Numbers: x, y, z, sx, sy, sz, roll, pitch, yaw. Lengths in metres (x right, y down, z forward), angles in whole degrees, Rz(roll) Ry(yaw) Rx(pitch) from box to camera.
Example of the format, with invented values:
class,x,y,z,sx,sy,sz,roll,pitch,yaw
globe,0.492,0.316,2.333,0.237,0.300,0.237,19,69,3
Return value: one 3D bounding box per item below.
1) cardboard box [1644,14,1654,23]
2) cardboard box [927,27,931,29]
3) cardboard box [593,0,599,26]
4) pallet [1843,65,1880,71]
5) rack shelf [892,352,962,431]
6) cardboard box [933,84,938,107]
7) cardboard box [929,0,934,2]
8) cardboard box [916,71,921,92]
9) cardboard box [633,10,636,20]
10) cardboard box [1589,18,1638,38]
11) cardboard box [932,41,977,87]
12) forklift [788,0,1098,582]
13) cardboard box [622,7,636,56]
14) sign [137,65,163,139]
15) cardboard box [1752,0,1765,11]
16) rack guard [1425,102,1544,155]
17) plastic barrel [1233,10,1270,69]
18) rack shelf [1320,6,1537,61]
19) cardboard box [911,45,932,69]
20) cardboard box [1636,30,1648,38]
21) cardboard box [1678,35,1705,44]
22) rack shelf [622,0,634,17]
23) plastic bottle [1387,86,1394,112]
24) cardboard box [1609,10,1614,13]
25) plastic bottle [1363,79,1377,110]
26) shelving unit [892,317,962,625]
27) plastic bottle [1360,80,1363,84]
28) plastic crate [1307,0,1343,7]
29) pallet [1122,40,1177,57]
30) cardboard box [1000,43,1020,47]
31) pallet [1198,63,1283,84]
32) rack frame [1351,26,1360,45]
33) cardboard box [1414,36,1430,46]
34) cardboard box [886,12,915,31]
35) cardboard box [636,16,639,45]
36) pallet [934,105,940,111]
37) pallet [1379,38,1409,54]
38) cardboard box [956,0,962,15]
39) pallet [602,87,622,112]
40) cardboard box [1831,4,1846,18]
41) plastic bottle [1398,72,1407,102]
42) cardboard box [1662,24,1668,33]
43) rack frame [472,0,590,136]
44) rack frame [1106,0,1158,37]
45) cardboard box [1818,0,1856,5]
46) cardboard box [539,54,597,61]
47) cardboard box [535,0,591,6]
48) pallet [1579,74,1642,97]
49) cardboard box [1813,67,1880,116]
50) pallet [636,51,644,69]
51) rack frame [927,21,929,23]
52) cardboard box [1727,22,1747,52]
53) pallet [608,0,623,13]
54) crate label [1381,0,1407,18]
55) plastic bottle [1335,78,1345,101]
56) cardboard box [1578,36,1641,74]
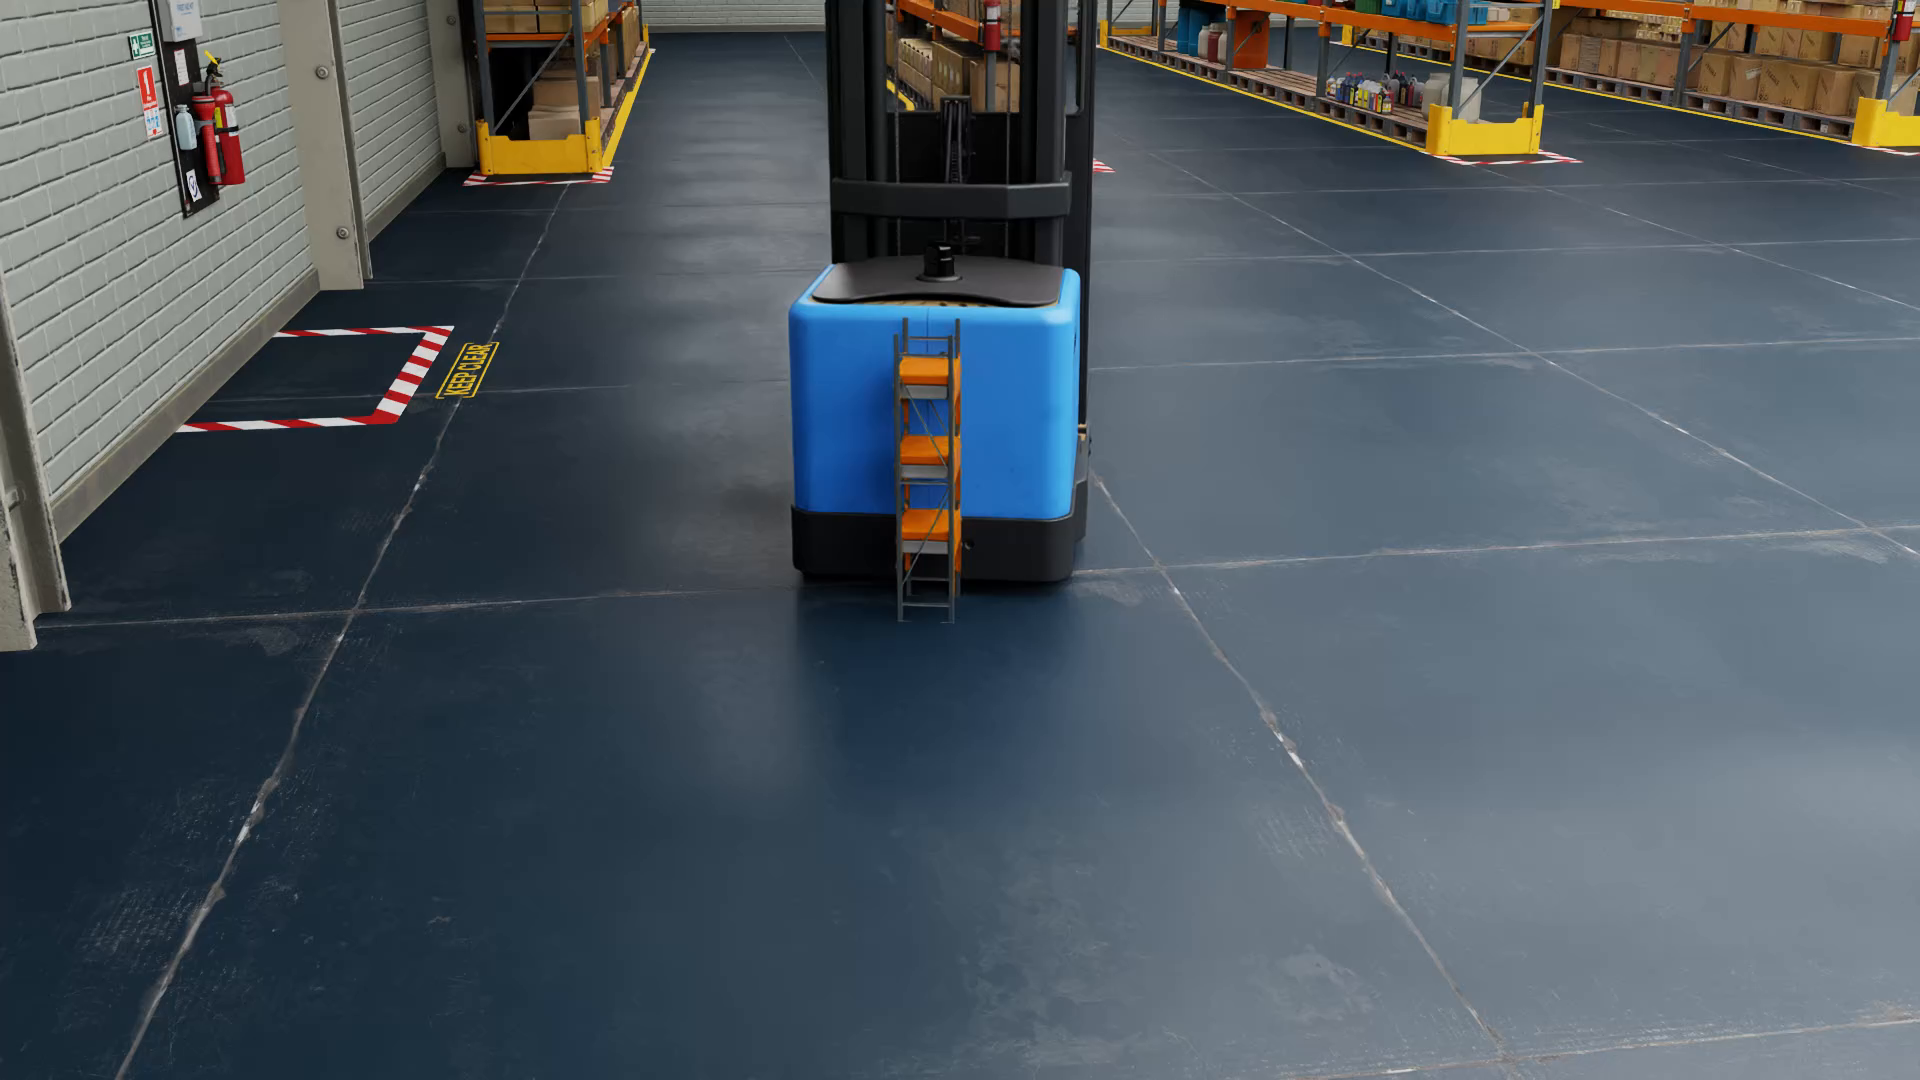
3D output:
class,x,y,z,sx,sy,sz,roll,pitch,yaw
cardboard box,13.186,-9.863,31.461,0.380,0.149,0.250,-4,21,-10
cardboard box,-0.481,-7.985,26.753,0.500,0.500,0.500,-3,21,-7
cardboard box,-4.054,-5.526,17.410,0.500,0.250,0.500,-3,21,-9
pallet,14.372,-7.198,25.685,1.003,0.211,1.213,-3,21,-8
rack shelf,-0.110,-0.493,5.756,0.215,0.259,0.240,2,21,5
cardboard box,-0.050,-5.415,20.257,0.500,0.250,0.500,-3,21,-8
cardboard box,-0.136,-7.534,22.457,0.500,0.500,0.500,-4,21,-11
cardboard box,-0.309,-6.072,22.016,0.500,0.250,0.500,-2,21,-7
cardboard box,-5.822,-9.103,28.847,0.380,0.149,0.250,-4,21,-9
cardboard box,9.623,-7.538,24.484,0.500,0.250,0.500,-1,20,-2
cardboard box,-0.060,-5.766,20.124,0.500,0.500,0.500,-3,21,-8
forklift,0.029,-1.693,7.060,1.130,2.935,3.031,2,21,5
cardboard box,-5.649,-8.172,26.781,0.750,0.750,0.750,-3,21,-7
sign,-3.938,-2.130,8.081,0.001,0.329,0.234,-3,21,-8
cardboard box,9.924,-6.542,20.303,0.380,0.149,0.250,-3,21,-8
rack guard,5.604,-4.399,17.779,1.175,0.500,0.348,-3,21,-8
plastic barrel,4.421,-7.664,25.451,0.600,0.830,0.708,-3,21,-8
rack shelf,5.373,-5.901,19.257,1.077,0.370,4.000,-3,21,-8
cardboard box,-0.379,-6.506,22.377,0.500,0.311,0.500,-3,21,-8
cardboard box,13.174,-9.679,31.819,0.380,0.149,0.250,-3,21,-8
cardboard box,13.362,-9.145,30.389,0.380,0.149,0.250,-3,21,-7
rack shelf,-5.583,-8.171,25.336,1.077,0.370,4.000,-3,21,-8
plastic bottle,5.059,-5.187,19.571,0.061,0.283,0.133,-3,21,-8
cardboard box,13.077,-10.402,32.905,0.380,0.149,0.250,-3,21,-7
plastic bottle,4.906,-5.319,19.826,0.144,0.351,0.185,-2,21,-6
shelving unit,-0.110,-0.237,5.851,0.215,1.050,0.252,2,21,5
plastic bottle,4.931,-5.514,20.463,0.097,0.271,0.097,0,20,0
plastic crate,4.713,-7.113,21.382,0.402,0.464,0.583,-3,21,-8
pallet,3.608,-9.070,30.699,1.003,0.211,1.213,-3,21,-8
cardboard box,0.527,-5.619,19.731,0.500,0.500,0.500,-3,21,-8
pallet,4.354,-7.280,25.907,1.003,0.211,1.213,-3,21,-8
rack frame,8.257,-11.335,32.778,1.000,3.000,0.127,-3,21,-8
cardboard box,8.817,-9.384,29.991,0.875,0.875,0.875,-3,21,-8
cardboard box,-0.925,-8.139,26.092,0.500,0.250,0.500,-3,21,-9
cardboard box,-6.176,-9.201,30.036,0.700,0.500,0.500,-3,21,-8
pallet,0.256,-5.098,20.065,1.003,0.211,1.213,-3,21,-8
pallet,8.622,-9.335,31.407,1.003,0.211,1.213,-3,21,-8
cardboard box,0.336,-6.393,19.404,0.700,0.500,0.500,-3,21,-8
pallet,-5.011,-5.818,21.990,1.003,0.211,1.213,-3,21,-8
cardboard box,10.174,-6.024,18.917,0.380,0.149,0.250,-3,21,-8
plastic bottle,5.491,-5.621,20.636,0.144,0.351,0.185,-4,21,-10
cardboard box,13.349,-9.536,31.010,0.380,0.149,0.250,-3,21,-7
rack frame,-4.142,-5.046,15.940,1.000,3.000,0.127,-3,21,-8
rack frame,3.355,-11.085,32.110,1.000,3.000,0.127,-3,21,-8
cardboard box,10.320,-6.341,18.838,0.875,0.500,0.500,-3,21,-8
cardboard box,-4.965,-5.897,21.160,0.700,0.500,0.500,-3,21,-9
cardboard box,-3.913,-5.517,16.314,0.500,0.500,0.500,-3,21,-8
pallet,9.694,-6.567,23.997,1.003,0.211,1.213,-3,21,-8
cardboard box,10.370,-5.244,19.441,0.500,0.500,0.500,2,21,6
pallet,-5.904,-8.162,28.267,1.003,0.211,1.213,-3,21,-8
rack frame,-0.970,-9.452,27.736,1.000,3.000,0.127,-3,21,-8
cardboard box,13.678,-8.739,28.799,0.500,0.500,0.500,-2,21,-5
pallet,-4.685,-6.613,20.409,1.003,0.211,1.213,-3,21,-8
crate label,5.129,-6.186,18.941,0.502,0.435,0.616,-3,21,-8
plastic bottle,4.771,-5.618,20.734,0.152,0.276,0.135,-2,21,-6
cardboard box,9.619,-7.178,24.592,0.700,0.500,0.500,-5,21,-12
